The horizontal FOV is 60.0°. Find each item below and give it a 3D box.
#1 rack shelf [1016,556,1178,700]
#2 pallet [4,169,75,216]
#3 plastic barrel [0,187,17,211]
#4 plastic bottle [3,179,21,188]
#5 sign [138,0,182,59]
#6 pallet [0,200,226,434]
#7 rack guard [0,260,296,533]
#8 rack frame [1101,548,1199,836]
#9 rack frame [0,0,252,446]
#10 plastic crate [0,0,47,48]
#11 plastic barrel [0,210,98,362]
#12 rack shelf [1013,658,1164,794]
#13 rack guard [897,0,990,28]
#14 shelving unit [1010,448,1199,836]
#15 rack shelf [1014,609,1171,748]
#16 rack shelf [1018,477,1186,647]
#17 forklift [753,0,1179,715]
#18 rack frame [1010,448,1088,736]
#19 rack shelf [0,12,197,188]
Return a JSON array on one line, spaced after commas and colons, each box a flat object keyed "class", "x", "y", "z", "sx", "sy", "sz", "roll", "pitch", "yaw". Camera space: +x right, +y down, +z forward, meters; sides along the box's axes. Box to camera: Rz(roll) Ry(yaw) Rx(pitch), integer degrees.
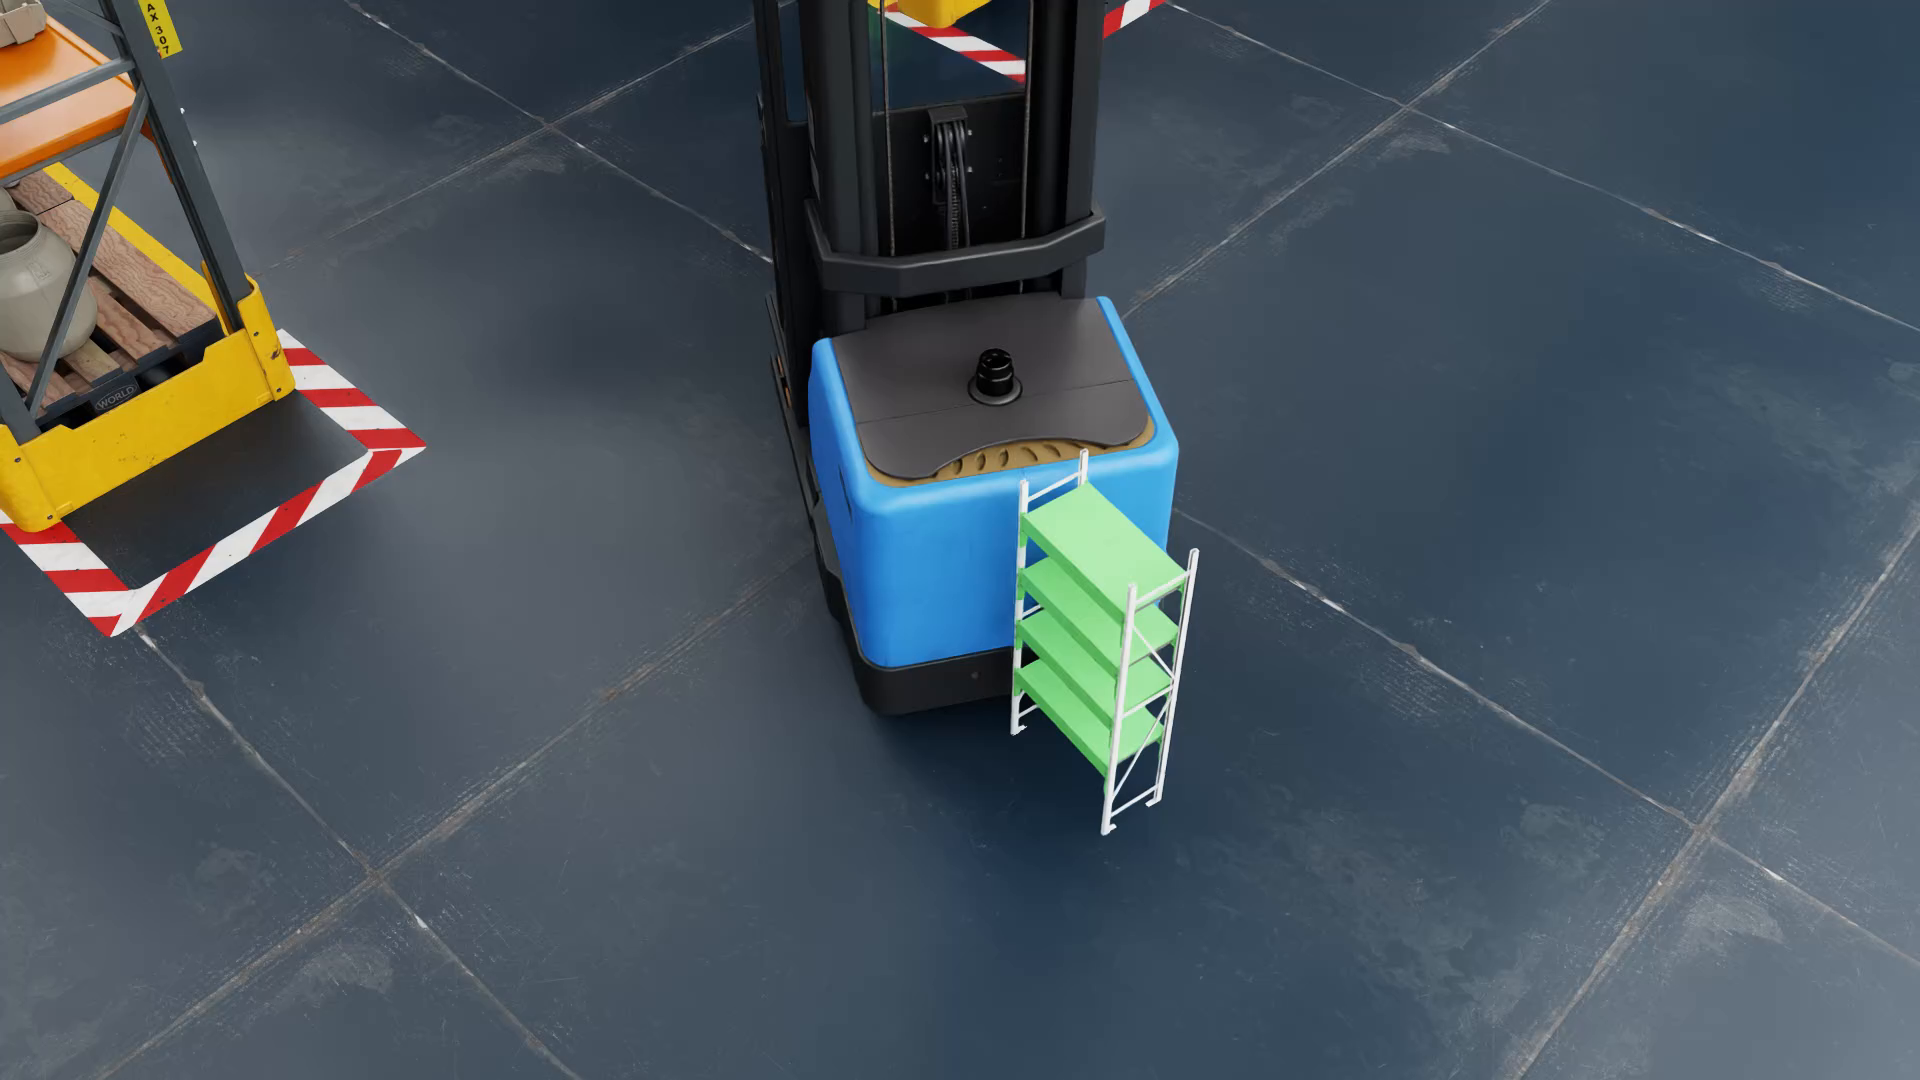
[{"class": "rack shelf", "x": 0.414, "y": 0.222, "z": 4.977, "sx": 0.258, "sy": 0.148, "sz": 0.480, "roll": -27, "pitch": 53, "yaw": -23}, {"class": "pallet", "x": -4.717, "y": -1.486, "z": 7.500, "sx": 1.213, "sy": 0.211, "sz": 1.003, "roll": 34, "pitch": 55, "yaw": 28}, {"class": "plastic barrel", "x": -4.047, "y": -1.244, "z": 6.779, "sx": 0.421, "sy": 0.512, "sz": 0.421, "roll": 0, "pitch": 47, "yaw": 0}, {"class": "plastic bottle", "x": -4.264, "y": -1.700, "z": 7.358, "sx": 0.097, "sy": 0.271, "sz": 0.097, "roll": 0, "pitch": 47, "yaw": 0}, {"class": "sign", "x": -2.767, "y": -1.807, "z": 5.699, "sx": 0.005, "sy": 0.325, "sz": 0.100, "roll": 34, "pitch": 55, "yaw": 28}, {"class": "pallet", "x": -3.824, "y": -0.882, "z": 6.934, "sx": 1.213, "sy": 0.211, "sz": 1.003, "roll": 34, "pitch": 55, "yaw": 28}, {"class": "rack guard", "x": -3.231, "y": -0.577, "z": 6.449, "sx": 0.348, "sy": 0.500, "sz": 1.175, "roll": 34, "pitch": 55, "yaw": 28}, {"class": "rack frame", "x": 0.556, "y": 0.487, "z": 4.969, "sx": 0.240, "sy": 1.200, "sz": 0.015, "roll": -27, "pitch": 53, "yaw": -23}, {"class": "rack frame", "x": -3.143, "y": -1.420, "z": 5.526, "sx": 0.127, "sy": 3.000, "sz": 1.000, "roll": 34, "pitch": 55, "yaw": 28}, {"class": "plastic crate", "x": -3.583, "y": -1.945, "z": 6.199, "sx": 0.250, "sy": 0.136, "sz": 0.298, "roll": 34, "pitch": 55, "yaw": 28}, {"class": "plastic barrel", "x": -3.679, "y": -0.997, "z": 6.547, "sx": 0.421, "sy": 0.512, "sz": 0.421, "roll": 0, "pitch": 47, "yaw": 0}, {"class": "rack shelf", "x": 0.414, "y": 0.550, "z": 5.327, "sx": 0.258, "sy": 0.148, "sz": 0.480, "roll": -27, "pitch": 53, "yaw": -23}, {"class": "rack guard", "x": 0.160, "y": -3.255, "z": 8.964, "sx": 0.348, "sy": 0.500, "sz": 1.175, "roll": 34, "pitch": 55, "yaw": 28}, {"class": "shelving unit", "x": 0.414, "y": 0.342, "z": 5.106, "sx": 0.258, "sy": 1.200, "sz": 0.503, "roll": -27, "pitch": 53, "yaw": -23}, {"class": "rack shelf", "x": 0.414, "y": 0.386, "z": 5.152, "sx": 0.258, "sy": 0.148, "sz": 0.480, "roll": -27, "pitch": 53, "yaw": -23}, {"class": "rack shelf", "x": 0.414, "y": 0.058, "z": 4.802, "sx": 0.258, "sy": 0.148, "sz": 0.480, "roll": -27, "pitch": 53, "yaw": -23}, {"class": "forklift", "x": -0.150, "y": -1.510, "z": 5.657, "sx": 1.130, "sy": 2.935, "sz": 3.031, "roll": -10, "pitch": 48, "yaw": -9}, {"class": "rack frame", "x": 0.273, "y": 0.197, "z": 5.242, "sx": 0.240, "sy": 1.200, "sz": 0.015, "roll": -27, "pitch": 53, "yaw": -23}, {"class": "rack shelf", "x": -4.613, "y": -2.163, "z": 6.716, "sx": 4.000, "sy": 0.370, "sz": 1.077, "roll": 34, "pitch": 55, "yaw": 28}]
